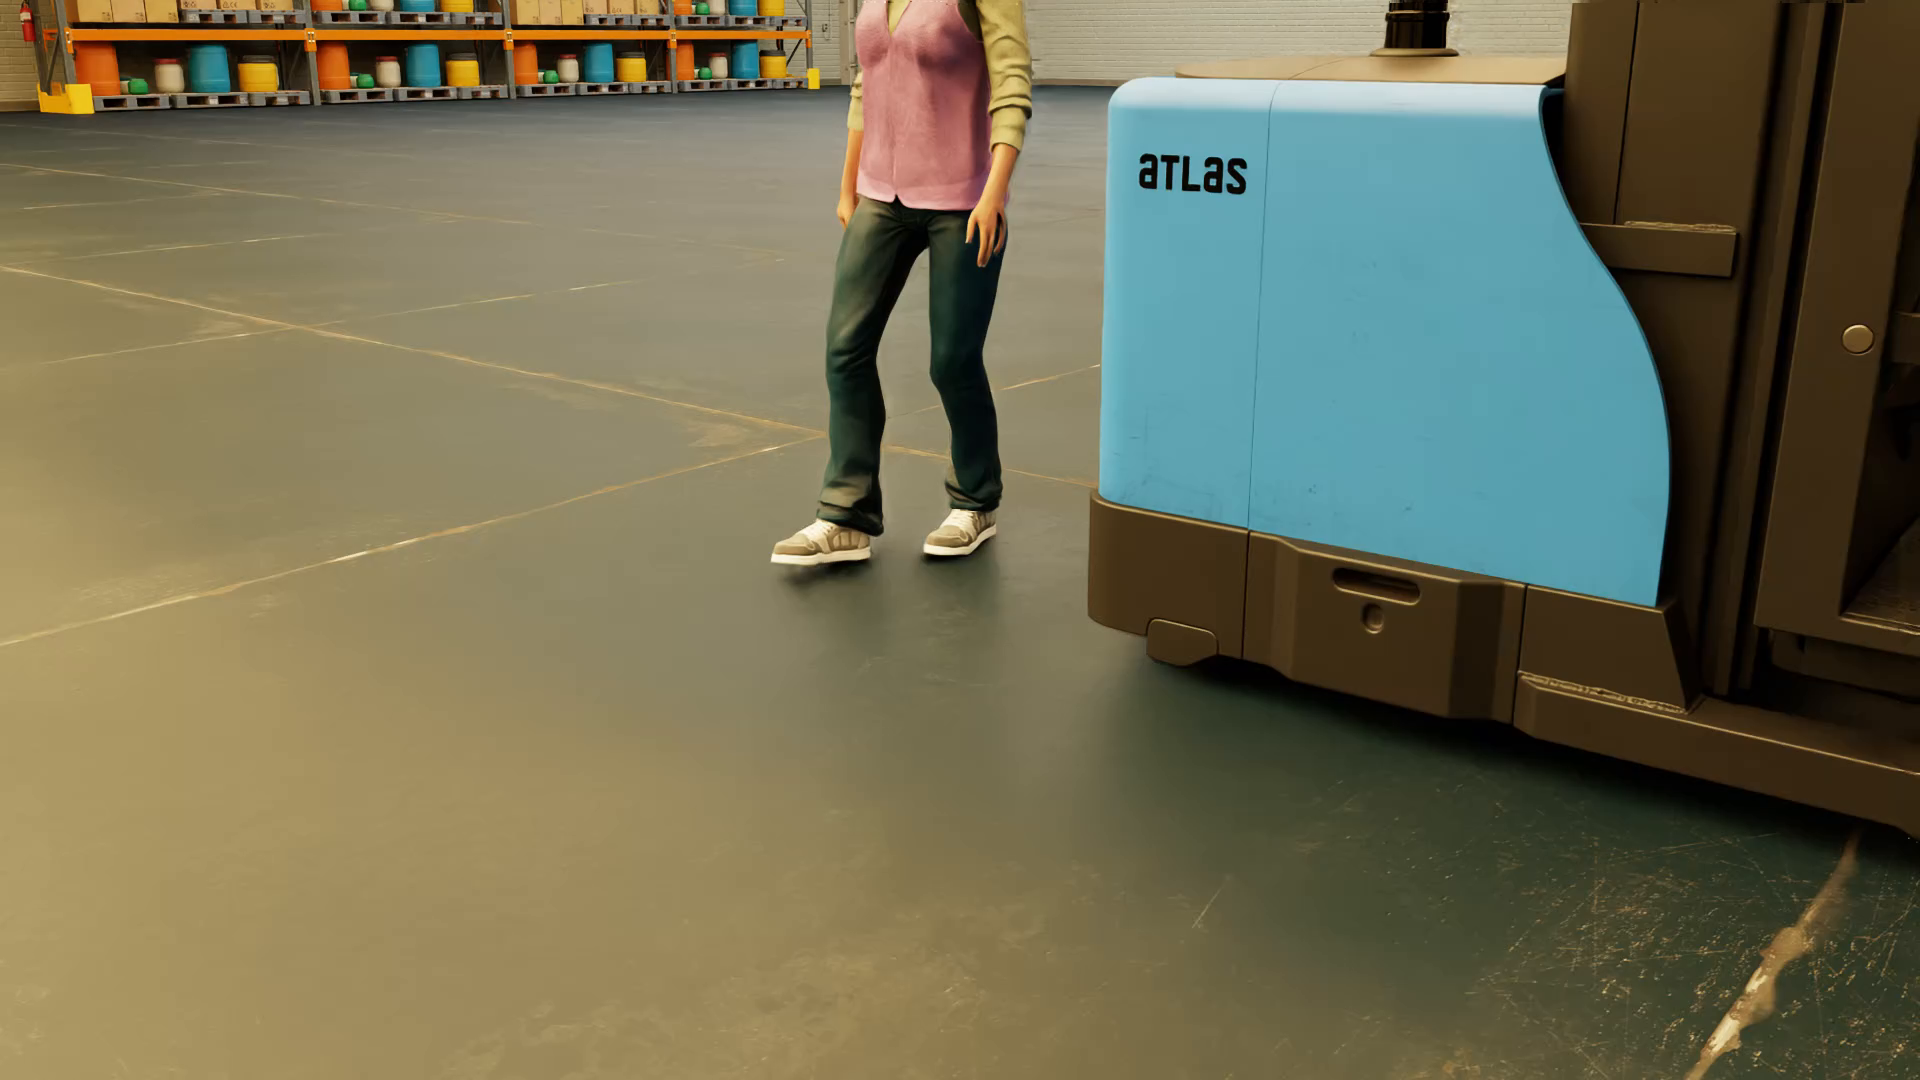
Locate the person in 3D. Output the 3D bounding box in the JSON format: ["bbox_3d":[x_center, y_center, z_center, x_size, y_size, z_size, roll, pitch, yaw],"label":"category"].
[{"bbox_3d":[-0.101,-0.697,3.556,0.566,1.564,0.603,11,20,33],"label":"person"}]

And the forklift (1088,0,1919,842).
[{"bbox_3d":[1.728,-1.039,2.320,3.031,2.935,1.130,12,21,35],"label":"forklift"}]
